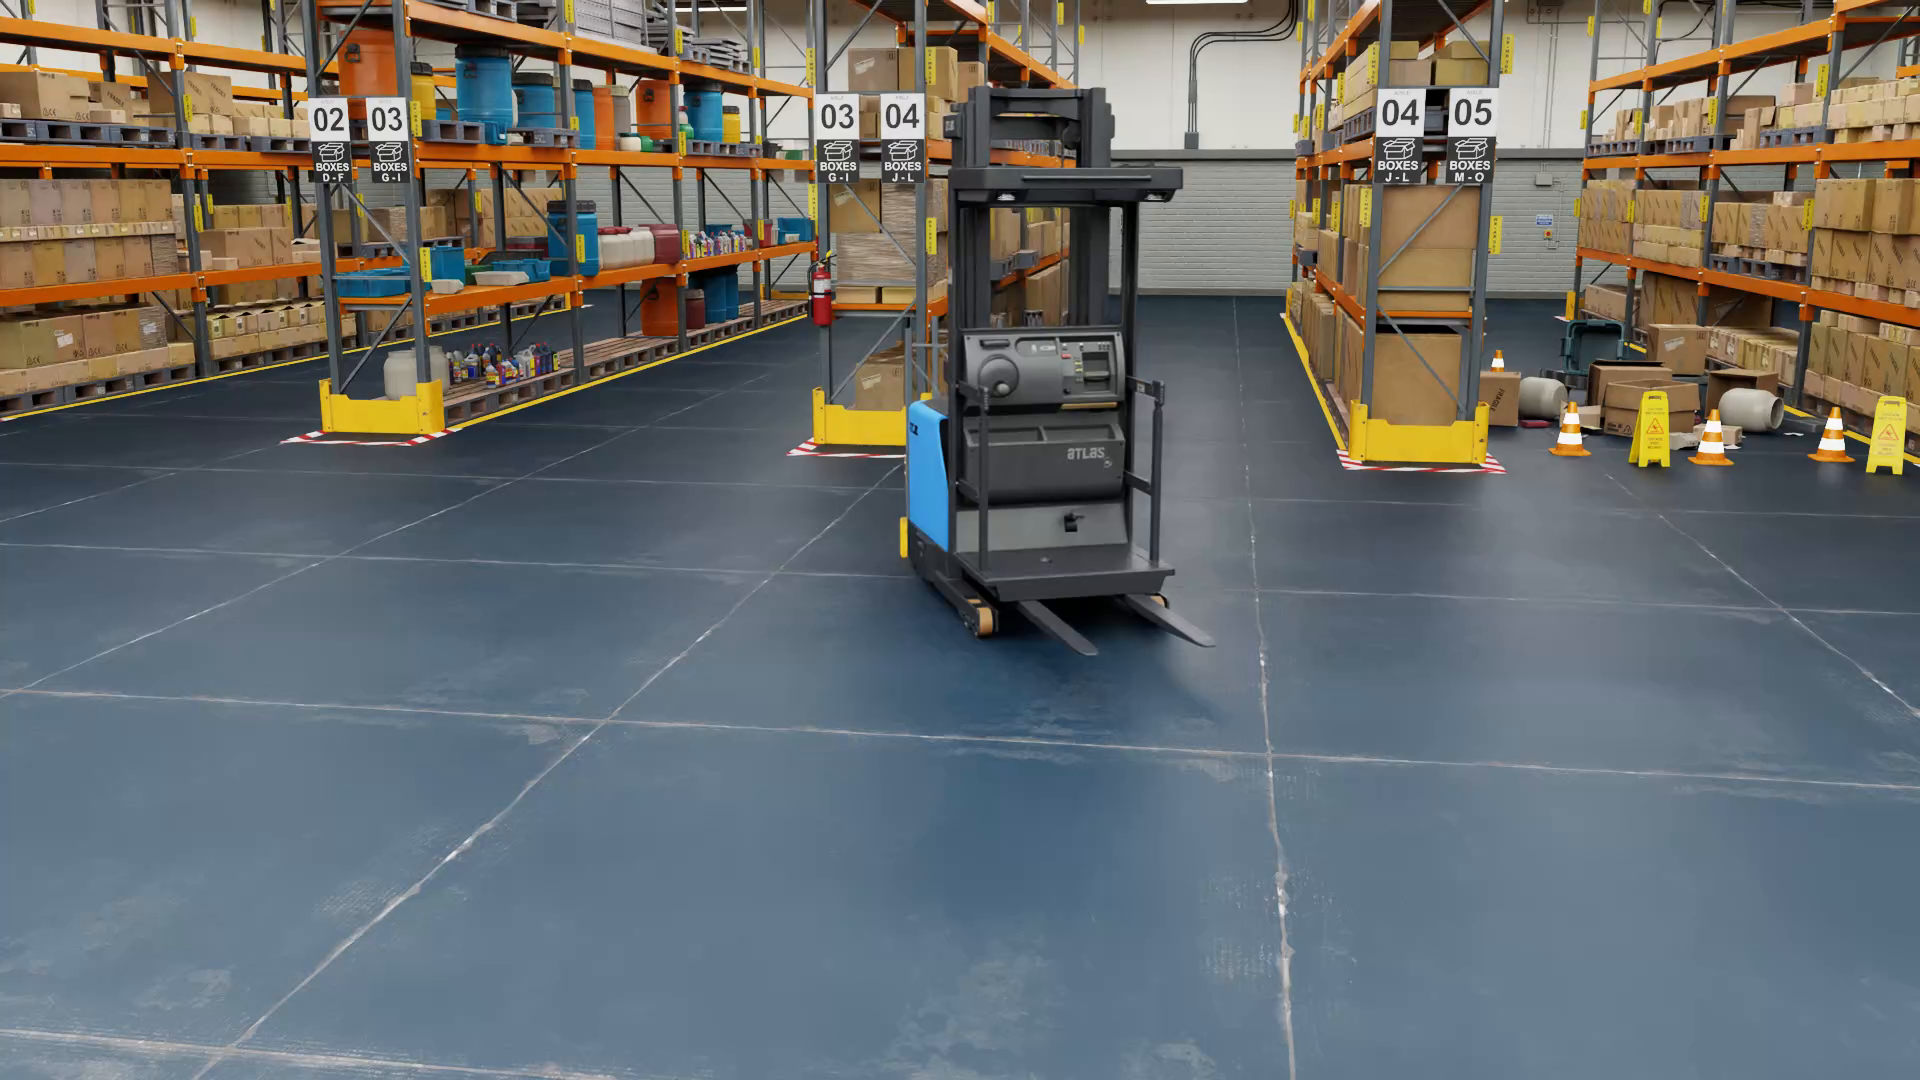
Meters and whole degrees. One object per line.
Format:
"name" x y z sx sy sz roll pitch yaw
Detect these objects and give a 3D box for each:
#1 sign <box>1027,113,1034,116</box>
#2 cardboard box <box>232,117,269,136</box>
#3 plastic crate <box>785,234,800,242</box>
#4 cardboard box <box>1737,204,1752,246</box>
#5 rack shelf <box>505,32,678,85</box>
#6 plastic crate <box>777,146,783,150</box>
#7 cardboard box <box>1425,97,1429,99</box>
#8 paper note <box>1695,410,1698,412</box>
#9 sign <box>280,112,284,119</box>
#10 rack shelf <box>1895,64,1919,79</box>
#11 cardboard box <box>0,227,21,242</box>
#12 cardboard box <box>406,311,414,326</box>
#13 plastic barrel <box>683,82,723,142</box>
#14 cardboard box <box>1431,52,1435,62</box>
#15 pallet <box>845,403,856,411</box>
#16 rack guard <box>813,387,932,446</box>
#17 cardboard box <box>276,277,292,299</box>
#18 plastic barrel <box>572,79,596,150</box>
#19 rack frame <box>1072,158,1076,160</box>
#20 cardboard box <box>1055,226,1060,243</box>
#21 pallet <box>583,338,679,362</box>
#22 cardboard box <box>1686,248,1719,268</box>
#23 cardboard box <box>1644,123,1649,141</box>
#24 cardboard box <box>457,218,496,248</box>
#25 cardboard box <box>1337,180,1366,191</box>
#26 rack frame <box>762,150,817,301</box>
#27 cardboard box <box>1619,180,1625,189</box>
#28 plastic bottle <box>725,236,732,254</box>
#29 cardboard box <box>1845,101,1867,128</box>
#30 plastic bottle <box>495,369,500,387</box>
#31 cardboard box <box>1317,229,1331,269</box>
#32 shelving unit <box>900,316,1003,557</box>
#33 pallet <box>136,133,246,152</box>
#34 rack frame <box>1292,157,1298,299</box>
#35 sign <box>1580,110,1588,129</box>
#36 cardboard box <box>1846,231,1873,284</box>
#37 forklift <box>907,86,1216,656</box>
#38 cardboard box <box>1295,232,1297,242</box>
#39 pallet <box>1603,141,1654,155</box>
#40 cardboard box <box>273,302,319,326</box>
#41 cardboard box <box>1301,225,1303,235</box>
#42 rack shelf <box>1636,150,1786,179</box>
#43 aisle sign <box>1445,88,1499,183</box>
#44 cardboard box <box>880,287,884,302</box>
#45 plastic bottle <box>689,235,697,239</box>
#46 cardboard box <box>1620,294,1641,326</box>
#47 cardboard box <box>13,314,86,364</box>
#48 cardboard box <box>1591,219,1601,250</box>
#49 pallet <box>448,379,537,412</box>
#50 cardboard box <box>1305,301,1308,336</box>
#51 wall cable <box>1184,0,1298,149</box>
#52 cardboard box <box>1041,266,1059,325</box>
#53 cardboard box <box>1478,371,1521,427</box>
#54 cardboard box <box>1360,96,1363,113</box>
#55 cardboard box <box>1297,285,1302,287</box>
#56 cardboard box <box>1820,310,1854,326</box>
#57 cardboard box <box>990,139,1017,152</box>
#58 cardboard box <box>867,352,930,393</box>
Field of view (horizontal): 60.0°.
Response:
"sign" 0.961 -5.746 22.688 0.100 0.325 0.005 2 12 9
"cardboard box" -9.623 -5.528 22.265 0.500 0.250 0.500 1 12 4
"plastic crate" -3.185 -5.595 30.821 0.396 0.136 0.243 2 12 9
"cardboard box" 9.771 -3.818 20.148 0.500 0.500 0.500 2 12 10
"rack shelf" -4.776 -6.175 21.441 1.077 0.370 4.000 2 12 9
"plastic crate" -3.573 -7.202 30.982 0.497 0.269 0.590 2 12 9
"cardboard box" 4.640 -4.398 16.075 0.500 0.250 0.500 2 12 8
"paper note" 7.835 -1.385 17.846 0.148 0.019 0.142 2 12 9
"sign" -9.898 -6.104 24.348 0.100 0.325 0.005 2 12 9
"rack shelf" 16.046 -7.392 26.149 1.077 0.370 4.000 2 12 9
"cardboard box" -10.242 -3.249 17.672 0.380 0.149 0.250 2 12 9
"cardboard box" -8.853 -3.659 26.239 0.500 0.500 0.500 2 12 8
"plastic barrel" -3.965 -6.594 25.666 0.600 0.901 0.708 2 12 9
"cardboard box" 4.643 -4.509 15.645 0.380 0.149 0.250 2 12 8
"pallet" -0.633 -1.200 16.561 1.003 0.211 1.213 2 12 9
"rack guard" -0.793 -1.173 15.752 1.175 0.500 0.348 2 12 9
"cardboard box" -13.190 -4.817 31.662 0.700 0.500 0.500 1 12 7
"plastic barrel" -5.019 -5.469 21.442 0.600 0.901 0.708 2 12 9
"rack frame" 1.656 -5.710 30.870 1.000 3.000 0.127 2 12 9
"cardboard box" 1.372 -5.039 27.405 0.500 0.250 0.500 2 12 8
"pallet" -4.626 -2.682 23.438 1.003 0.211 1.213 2 12 9
"cardboard box" 10.039 -3.764 22.196 0.500 0.250 0.500 1 12 7
"cardboard box" 10.410 -6.070 24.739 0.396 0.266 0.258 2 12 8
"cardboard box" -8.400 -5.345 28.940 0.500 0.500 0.500 2 12 10
"cardboard box" 6.236 -5.465 26.415 0.500 0.500 0.500 2 12 10
"rack frame" -3.238 -5.871 31.614 1.000 3.000 0.127 2 12 9
"cardboard box" 10.786 -5.695 26.649 0.380 0.149 0.250 2 12 8
"plastic bottle" -3.728 -4.704 26.494 0.152 0.276 0.135 2 12 9
"cardboard box" 9.194 -4.239 16.574 0.500 0.250 0.500 2 12 8
"plastic bottle" -5.096 -1.776 18.212 0.097 0.201 0.097 0 12 0
"cardboard box" 4.975 -3.827 21.895 0.500 0.500 0.500 2 12 9
"shelving unit" -0.025 -0.727 11.308 0.587 1.500 1.083 2 12 9
"pallet" -9.855 -5.091 21.330 0.805 0.209 1.217 1 12 6
"rack frame" 6.541 -5.528 30.026 1.000 3.000 0.127 2 12 9
"sign" 10.900 -7.341 29.053 0.100 0.325 0.005 2 12 9
"cardboard box" 9.115 -2.793 16.392 0.500 0.500 0.500 2 12 8
"forklift" 0.535 -0.995 9.152 1.130 2.935 3.031 -3 13 -14
"cardboard box" 5.411 -4.711 25.833 0.380 0.149 0.250 1 12 6
"pallet" 11.159 -6.403 27.173 1.003 0.211 1.213 2 12 9
"cardboard box" -9.354 -3.172 23.288 0.500 0.311 0.500 2 12 8
"cardboard box" 5.133 -4.477 24.042 0.380 0.149 0.250 2 12 10
"rack shelf" 10.525 -5.255 23.344 1.077 0.370 4.000 2 12 9
"aisle sign" 4.366 -3.444 14.184 0.394 0.787 0.004 2 12 9
"cardboard box" -0.926 -2.375 15.989 0.380 0.149 0.250 2 12 9
"plastic bottle" -4.357 -4.817 27.020 0.152 0.276 0.135 2 12 9
"cardboard box" 11.035 -3.636 26.332 0.875 0.438 0.875 2 12 8
"cardboard box" -10.151 -2.242 18.527 0.500 0.500 0.500 2 12 9
"cardboard box" 10.944 -5.136 27.967 0.500 0.500 0.500 2 12 8
"pallet" -5.414 -1.616 18.493 1.003 0.211 1.213 2 12 9
"cardboard box" 5.303 -3.211 24.207 0.500 0.500 0.500 1 12 6
"wall cable" 5.931 -11.281 34.842 2.277 5.999 0.120 2 12 9
"cardboard box" 0.962 -3.910 26.564 1.225 0.875 0.875 2 12 9
"cardboard box" 5.471 -1.453 17.045 0.500 0.500 0.500 4 13 18
"cardboard box" 3.953 -4.088 15.583 0.380 0.149 0.250 2 12 8
"cardboard box" 6.080 -4.369 29.004 0.380 0.149 0.250 1 12 6
"cardboard box" 9.166 -2.298 17.246 0.380 0.149 0.250 2 12 9
"cardboard box" 0.452 -5.123 21.380 0.500 0.250 0.500 2 12 10
"cardboard box" -0.634 -1.618 16.817 0.500 0.500 0.500 5 13 23
